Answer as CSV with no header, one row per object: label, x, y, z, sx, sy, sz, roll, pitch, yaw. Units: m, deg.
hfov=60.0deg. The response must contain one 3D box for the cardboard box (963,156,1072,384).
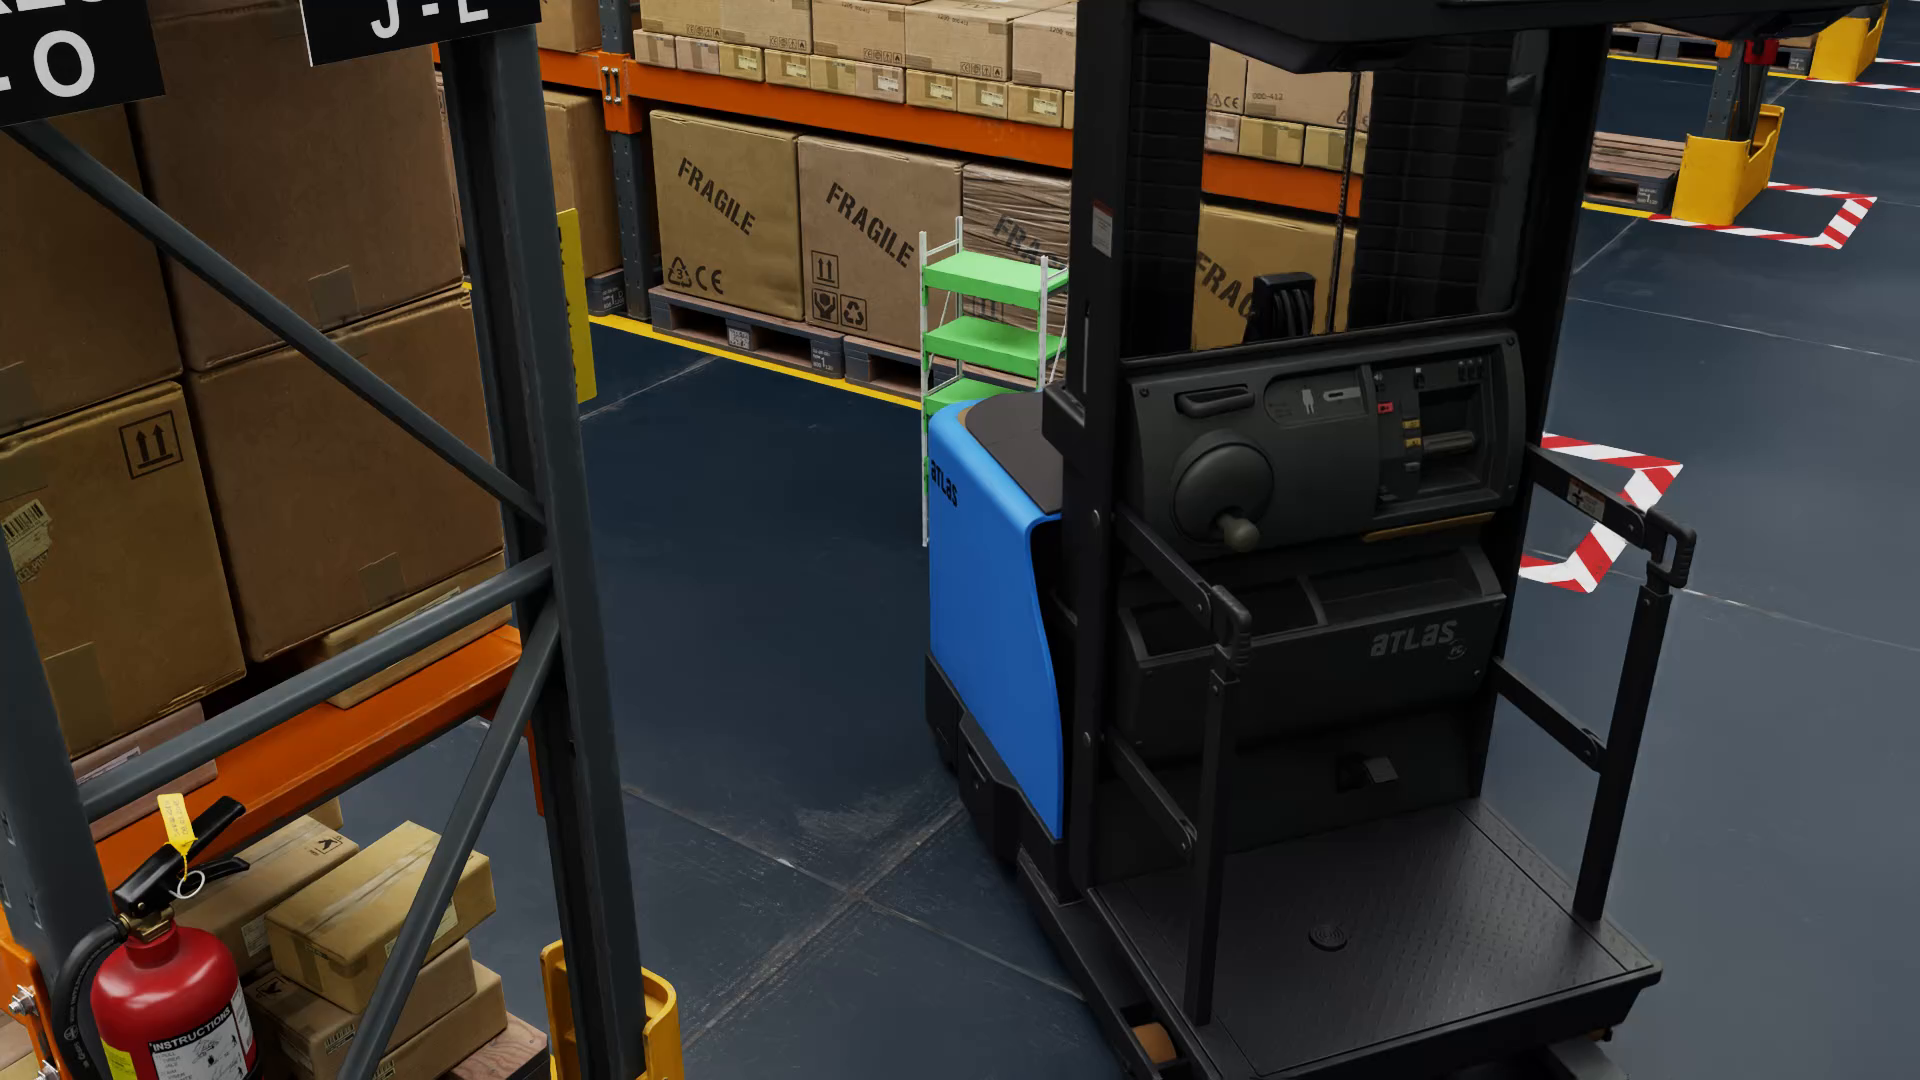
cardboard box,0.614,-1.220,7.220,0.875,0.875,0.875,17,32,30

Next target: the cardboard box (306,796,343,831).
cardboard box,-1.625,0.635,3.719,0.250,0.149,0.380,17,32,30

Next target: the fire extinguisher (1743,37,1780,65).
fire extinguisher,4.608,-3.054,9.440,0.183,0.674,0.296,17,32,30

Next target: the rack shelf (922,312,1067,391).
rack shelf,0.136,-0.649,5.814,0.480,0.148,0.258,17,32,30

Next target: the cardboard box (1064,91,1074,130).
cardboard box,0.614,-1.730,6.619,0.250,0.149,0.380,17,31,29

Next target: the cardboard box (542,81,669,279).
cardboard box,-1.899,-2.036,8.823,0.875,0.875,1.225,17,32,30

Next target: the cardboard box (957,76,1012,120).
cardboard box,0.197,-1.861,6.876,0.250,0.149,0.380,18,32,31

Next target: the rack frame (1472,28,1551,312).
rack frame,1.937,-1.612,6.110,0.127,3.000,1.000,17,32,30

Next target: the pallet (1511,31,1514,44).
pallet,4.817,-4.922,15.689,1.213,0.211,1.003,17,32,30

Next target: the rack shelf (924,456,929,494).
rack shelf,0.136,-0.221,6.032,0.480,0.148,0.258,17,32,30

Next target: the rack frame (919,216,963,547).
rack frame,-0.065,-0.555,6.017,0.015,1.200,0.240,17,32,30

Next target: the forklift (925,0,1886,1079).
forklift,0.871,-0.172,3.357,1.130,2.935,3.031,-9,28,-17

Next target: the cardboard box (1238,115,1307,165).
cardboard box,1.242,-1.534,6.234,0.250,0.149,0.380,18,32,31

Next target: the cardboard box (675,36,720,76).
cardboard box,-1.088,-2.259,7.659,0.250,0.149,0.380,16,31,29

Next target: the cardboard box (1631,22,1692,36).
cardboard box,6.195,-4.588,14.504,0.500,0.250,0.500,17,32,30

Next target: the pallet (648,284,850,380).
pallet,-0.778,-1.171,8.319,1.213,0.211,1.003,17,32,30

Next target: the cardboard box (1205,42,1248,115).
cardboard box,0.969,-1.833,6.382,0.500,0.250,0.500,17,31,29

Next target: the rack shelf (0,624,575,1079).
rack shelf,-2.603,0.024,3.689,4.000,0.370,1.077,17,32,30

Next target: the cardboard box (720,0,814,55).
cardboard box,-0.714,-2.356,7.410,0.500,0.250,0.500,17,32,30

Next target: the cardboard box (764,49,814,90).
cardboard box,-0.653,-2.125,7.395,0.250,0.149,0.380,16,31,29

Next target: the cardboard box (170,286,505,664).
cardboard box,-1.168,-0.179,2.856,0.500,0.500,0.500,19,33,33

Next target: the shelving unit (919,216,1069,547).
shelving unit,0.136,-0.492,5.894,0.503,1.200,0.258,17,32,30

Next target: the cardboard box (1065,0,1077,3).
cardboard box,0.417,-2.295,7.290,0.500,0.250,0.500,17,31,29

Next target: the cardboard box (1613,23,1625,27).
cardboard box,5.803,-4.944,14.926,0.637,0.503,0.797,17,32,30

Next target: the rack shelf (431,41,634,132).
rack shelf,-3.009,-2.832,9.300,4.000,0.370,1.077,17,32,30

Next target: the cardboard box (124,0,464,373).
cardboard box,-1.174,-0.620,2.621,0.500,0.500,0.500,17,32,30

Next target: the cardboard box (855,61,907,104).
cardboard box,-0.236,-1.994,7.138,0.250,0.149,0.380,18,32,31

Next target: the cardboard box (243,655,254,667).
cardboard box,-1.269,0.073,3.076,0.250,0.149,0.380,19,32,32

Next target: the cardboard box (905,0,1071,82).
cardboard box,0.118,-2.096,6.898,0.500,0.250,0.500,17,32,30

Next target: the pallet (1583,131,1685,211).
pallet,4.083,-2.447,10.825,1.213,0.211,1.003,17,32,30

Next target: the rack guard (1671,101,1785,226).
rack guard,4.768,-2.348,10.312,0.348,0.500,1.175,17,32,30

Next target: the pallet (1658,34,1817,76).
pallet,6.828,-4.295,14.458,1.213,0.211,1.003,17,32,30

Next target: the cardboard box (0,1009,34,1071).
cardboard box,-1.709,0.908,3.183,0.250,0.149,0.380,18,32,31

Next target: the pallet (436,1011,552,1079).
pallet,-1.667,1.218,3.623,1.213,0.211,1.003,17,32,30

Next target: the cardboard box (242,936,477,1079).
cardboard box,-1.241,0.937,3.454,0.250,0.149,0.380,19,32,32

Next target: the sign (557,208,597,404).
sign,-0.648,-0.372,2.719,0.005,0.325,0.100,17,32,30

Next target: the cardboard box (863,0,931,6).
cardboard box,-0.277,-2.559,6.982,0.500,0.500,0.500,16,31,29

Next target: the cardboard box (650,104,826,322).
cardboard box,-0.862,-1.680,8.123,0.875,0.875,0.875,17,32,30

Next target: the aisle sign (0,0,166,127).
aisle sign,-1.064,-0.811,1.670,0.004,0.787,0.394,17,32,30

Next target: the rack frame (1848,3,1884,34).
rack frame,7.549,-5.314,13.385,0.127,3.000,1.000,17,32,30

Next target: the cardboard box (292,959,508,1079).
cardboard box,-1.205,1.046,3.568,0.250,0.149,0.380,18,32,31

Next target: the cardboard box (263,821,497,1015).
cardboard box,-1.194,0.774,3.447,0.250,0.149,0.380,16,31,28
